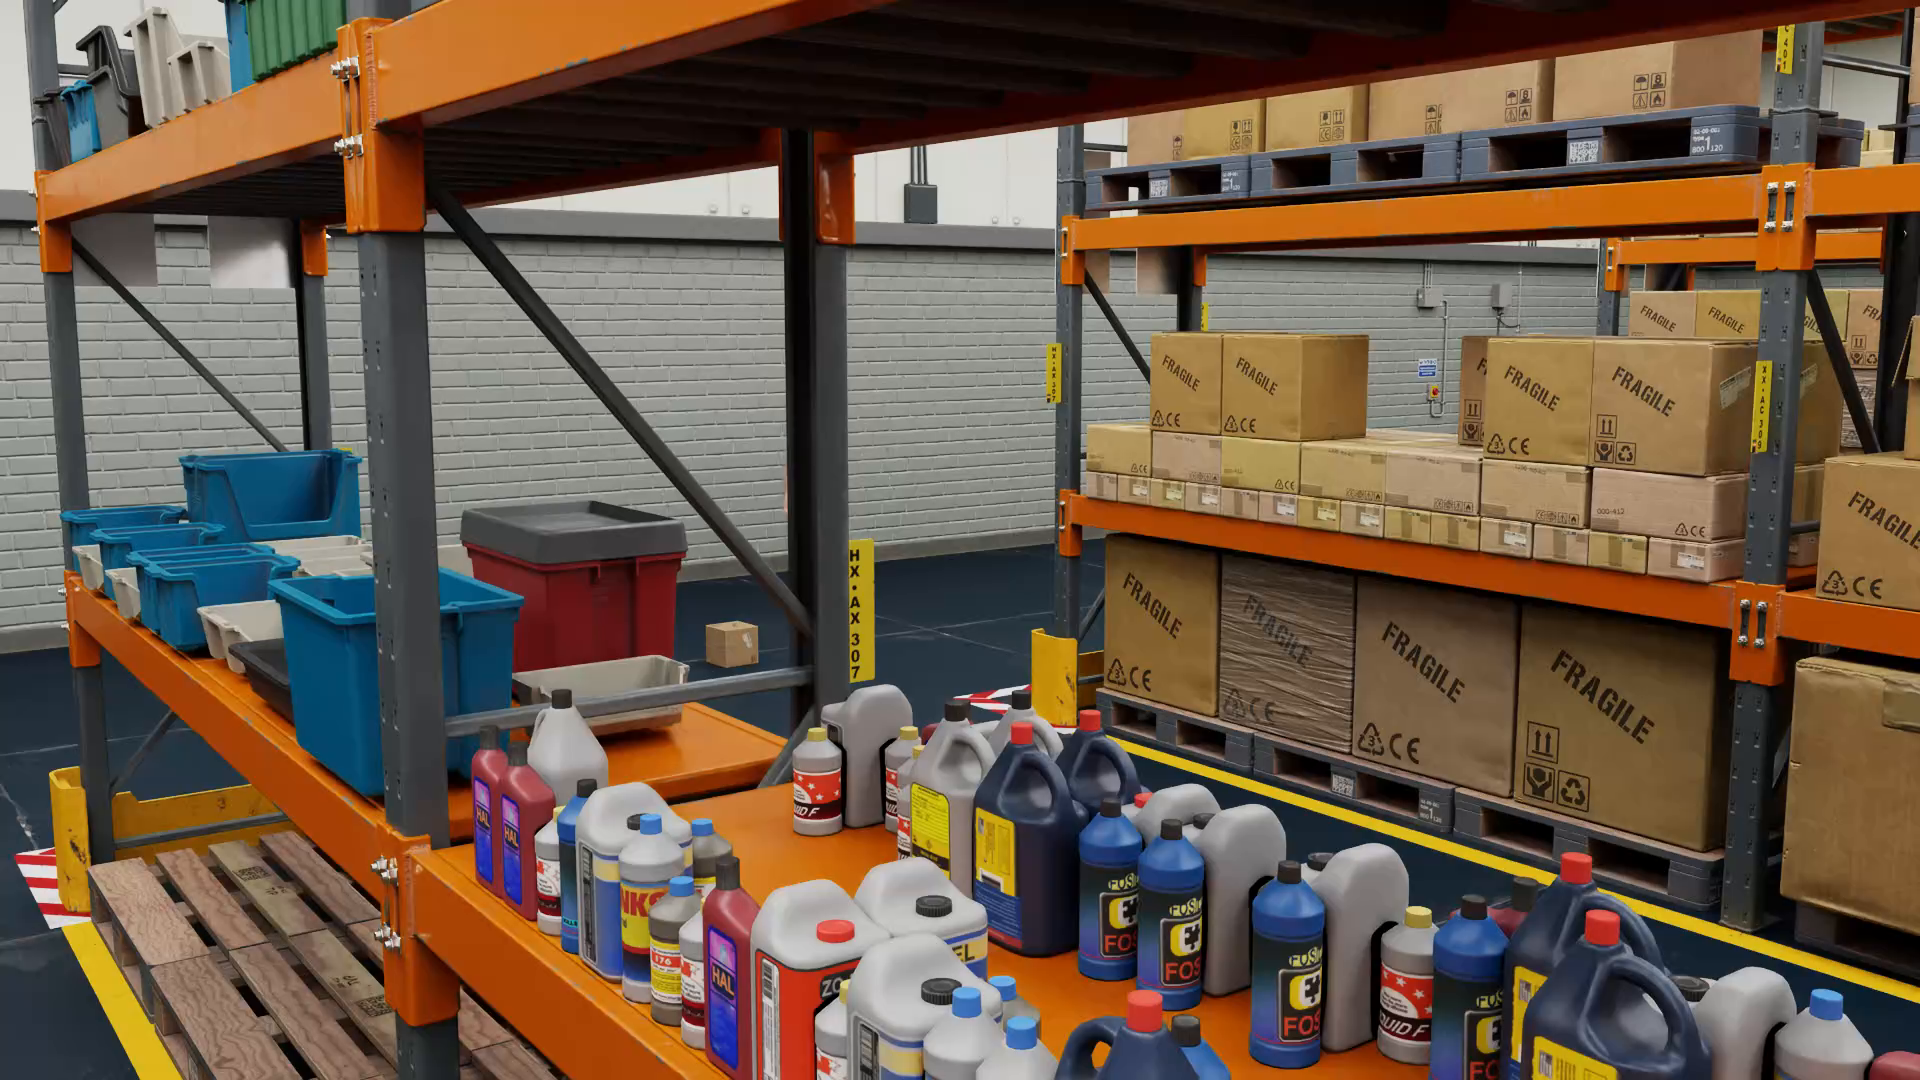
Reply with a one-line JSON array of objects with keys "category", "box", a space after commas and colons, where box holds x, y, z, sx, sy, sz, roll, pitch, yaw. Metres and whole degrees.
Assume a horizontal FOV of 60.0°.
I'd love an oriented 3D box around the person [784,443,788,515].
[{"category": "person", "box": [-1.189, -0.403, 13.761, 0.481, 1.617, 0.911, 0, 8, 2]}]
